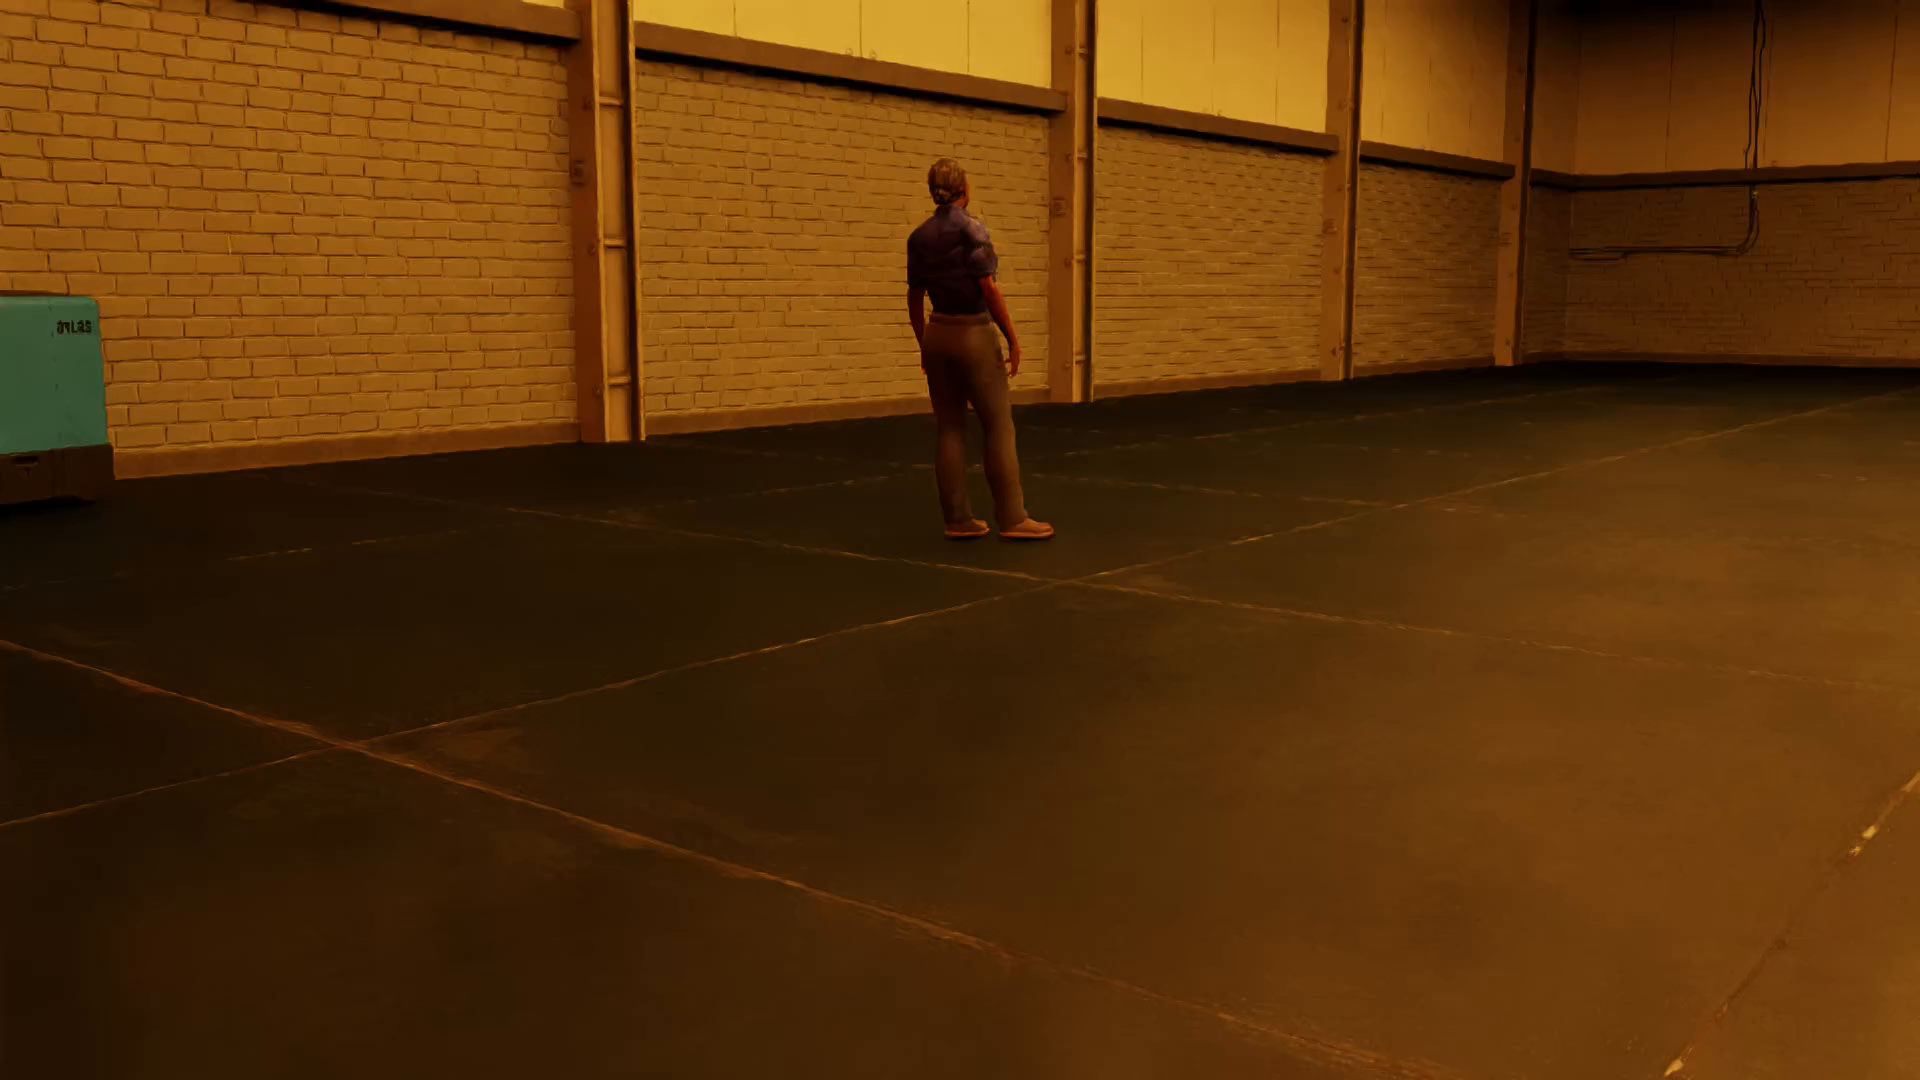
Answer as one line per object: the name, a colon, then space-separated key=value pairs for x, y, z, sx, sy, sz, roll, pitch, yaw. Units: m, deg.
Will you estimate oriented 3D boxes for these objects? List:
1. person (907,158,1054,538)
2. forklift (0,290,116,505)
person: x=0.070 y=-0.834 z=7.340 sx=0.570 sy=1.654 sz=0.503 roll=7 pitch=11 yaw=38
forklift: x=-5.408 y=-1.473 z=7.350 sx=1.130 sy=2.935 sz=3.031 roll=3 pitch=9 yaw=19
